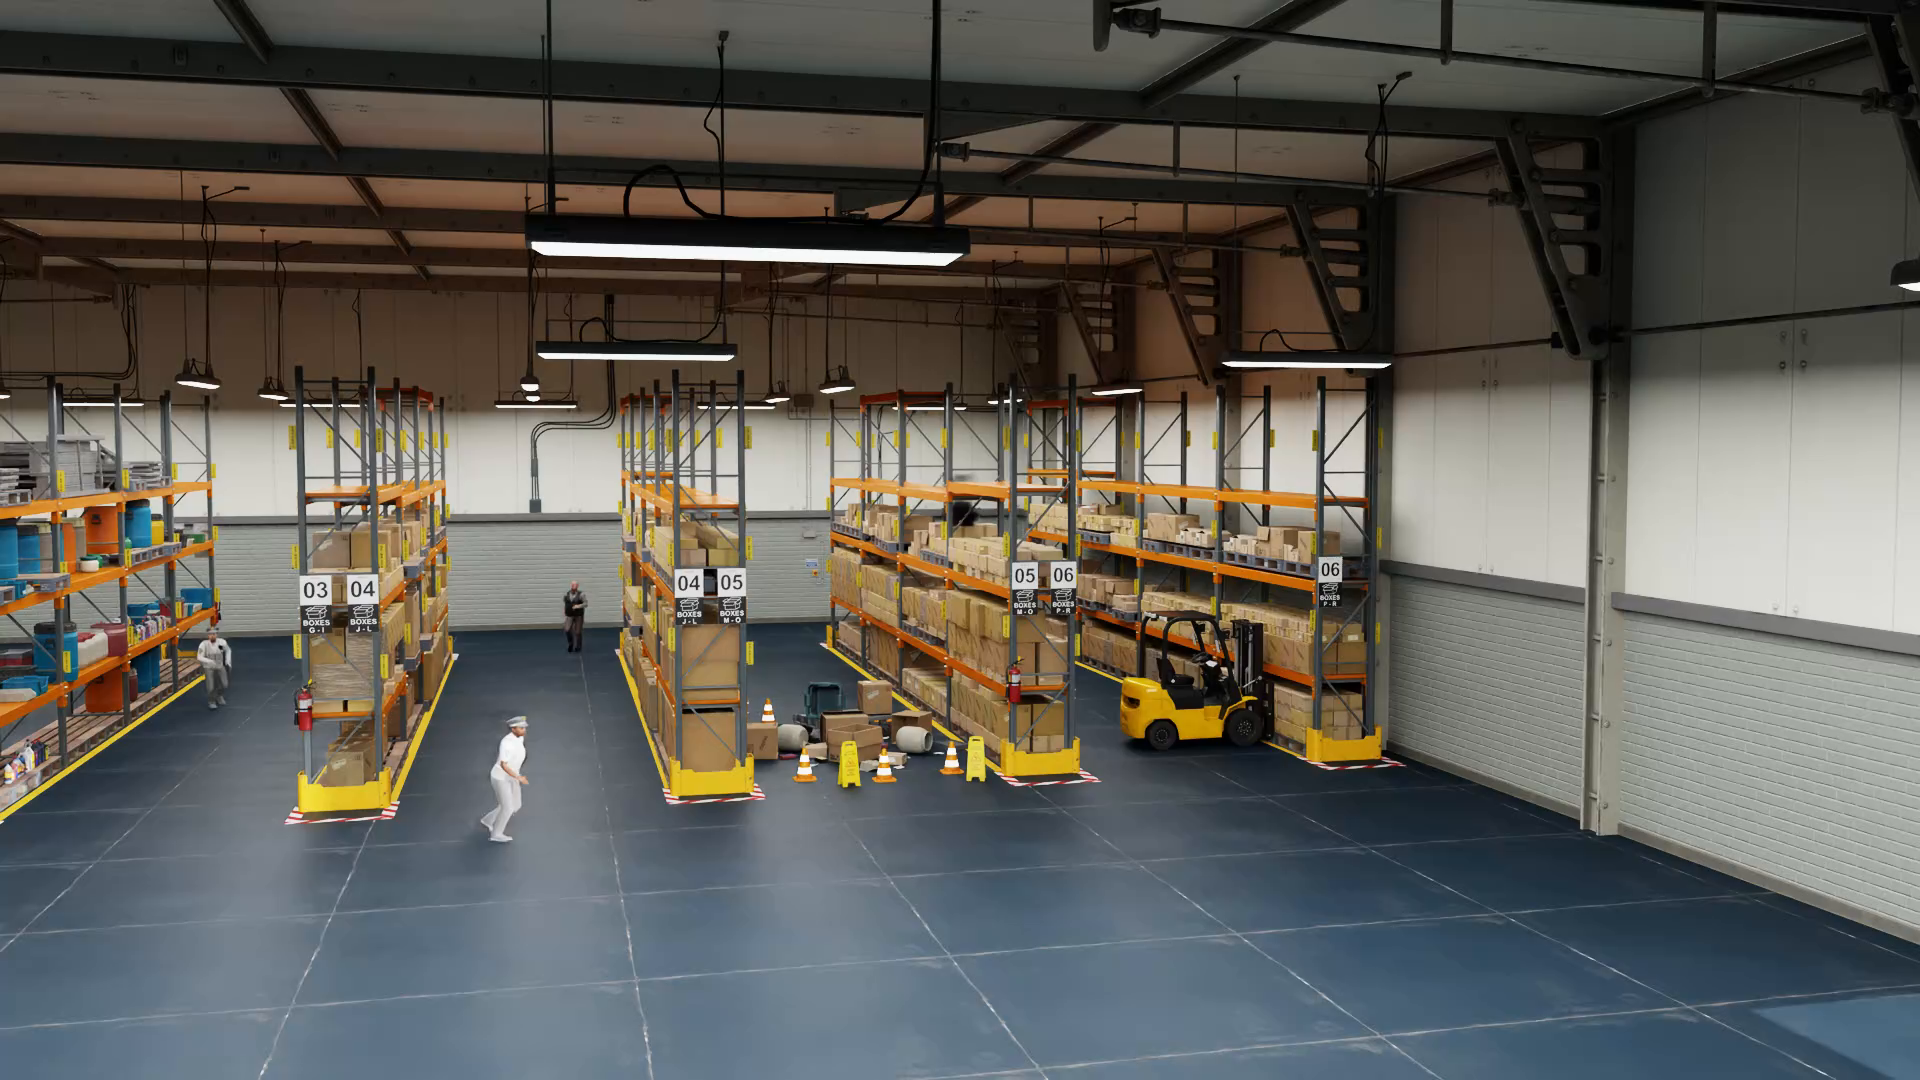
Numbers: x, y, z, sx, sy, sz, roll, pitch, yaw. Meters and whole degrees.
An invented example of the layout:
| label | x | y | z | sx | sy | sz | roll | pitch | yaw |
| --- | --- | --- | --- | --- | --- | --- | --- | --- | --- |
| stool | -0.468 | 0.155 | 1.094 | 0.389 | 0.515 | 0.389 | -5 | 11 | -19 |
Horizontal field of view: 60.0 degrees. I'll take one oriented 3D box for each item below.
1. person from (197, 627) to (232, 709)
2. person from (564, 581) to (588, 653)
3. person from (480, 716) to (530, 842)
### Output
| label | x | y | z | sx | sy | sz | roll | pitch | yaw |
| --- | --- | --- | --- | --- | --- | --- | --- | --- | --- |
| person | -13.850 | 2.377 | 30.910 | 0.608 | 1.572 | 0.728 | -2 | 4 | -33 |
| person | -9.066 | 1.811 | 39.100 | 0.644 | 1.710 | 0.686 | 0 | 3 | 5 |
| person | -5.671 | 2.967 | 20.724 | 0.715 | 1.596 | 0.555 | 0 | 3 | 8 |
